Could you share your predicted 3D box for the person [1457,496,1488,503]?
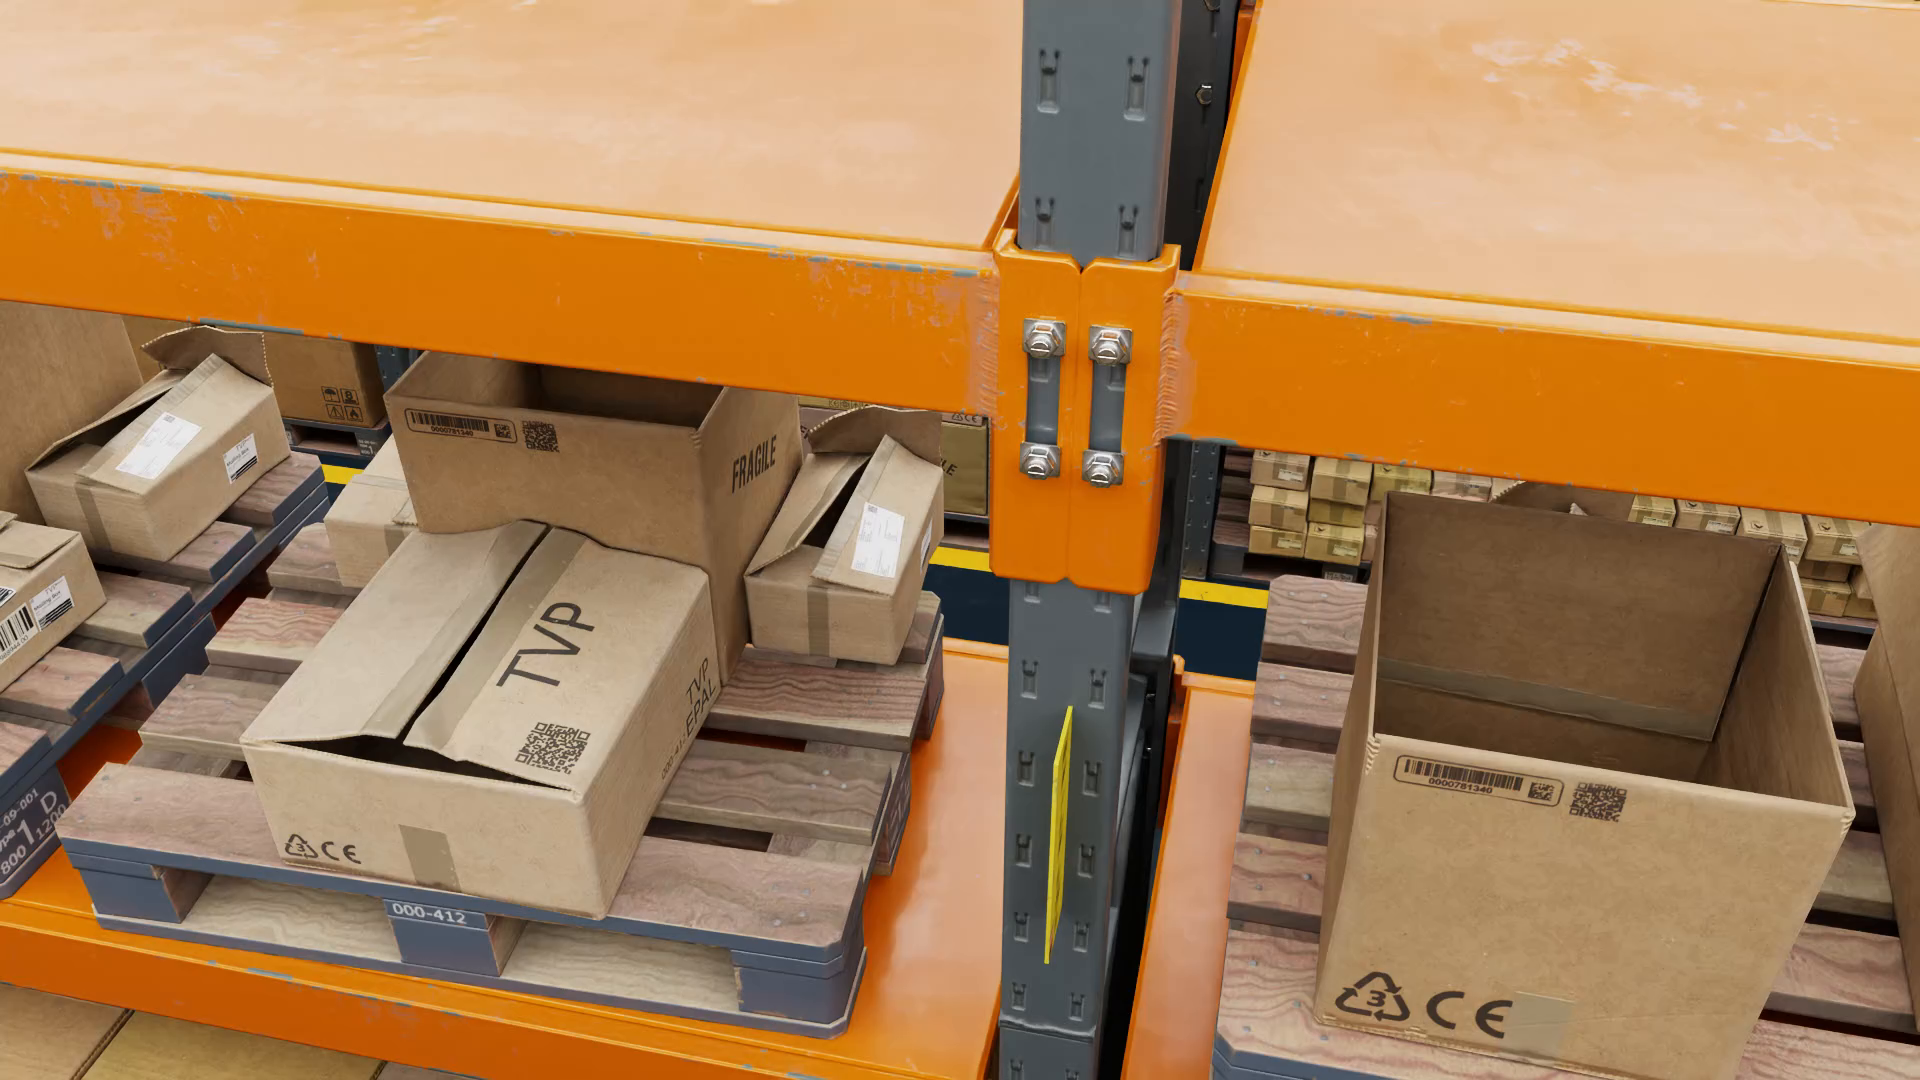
[{"bbox_3d":[1.724,0.569,5.898,1.051,1.673,0.544,22,42,27],"label":"person"}]
